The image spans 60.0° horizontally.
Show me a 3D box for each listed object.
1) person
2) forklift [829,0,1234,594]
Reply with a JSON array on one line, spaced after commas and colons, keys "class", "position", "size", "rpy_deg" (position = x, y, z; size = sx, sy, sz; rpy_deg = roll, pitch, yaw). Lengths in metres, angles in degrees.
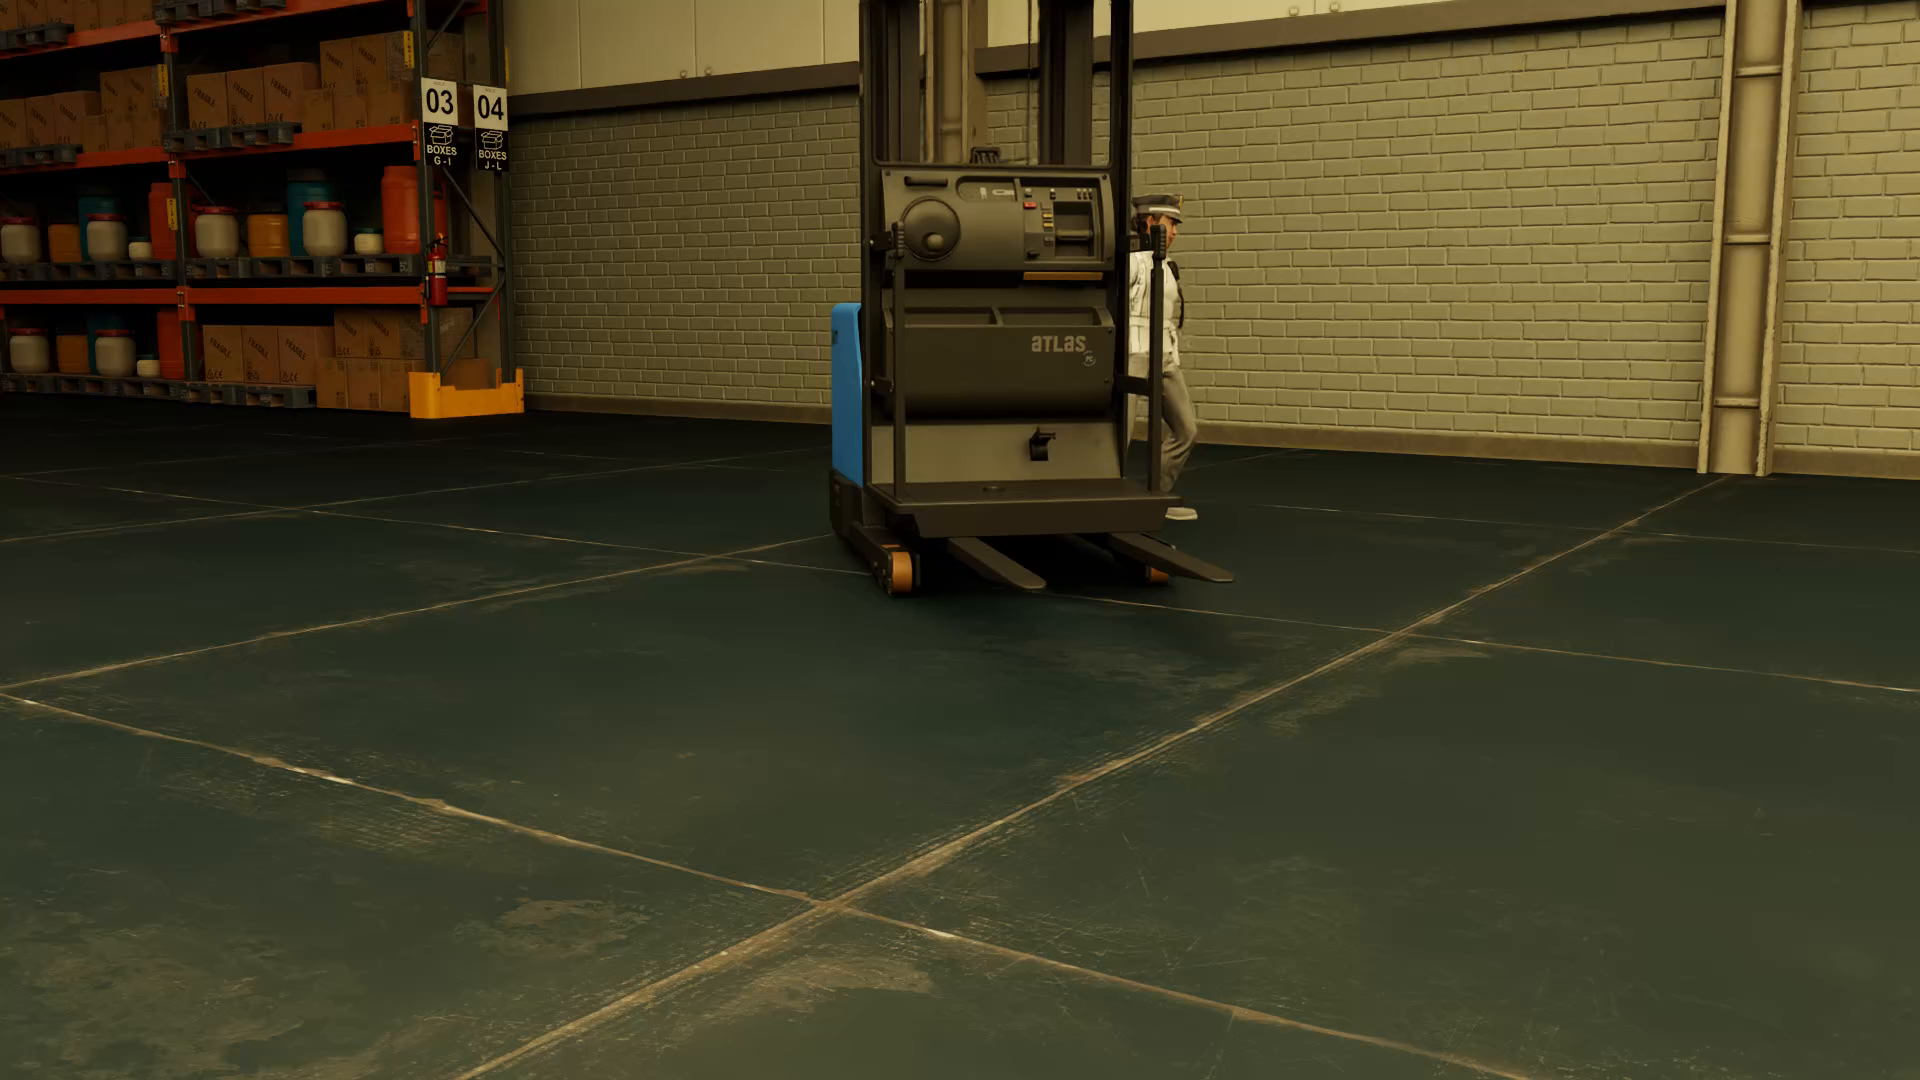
[{"class": "person", "position": [0.807, -0.855, 8.119], "size": [0.802, 1.644, 0.454], "rpy_deg": [-6, 10, -37]}, {"class": "forklift", "position": [0.201, -1.304, 6.364], "size": [1.130, 2.935, 3.031], "rpy_deg": [-2, 8, -12]}]
